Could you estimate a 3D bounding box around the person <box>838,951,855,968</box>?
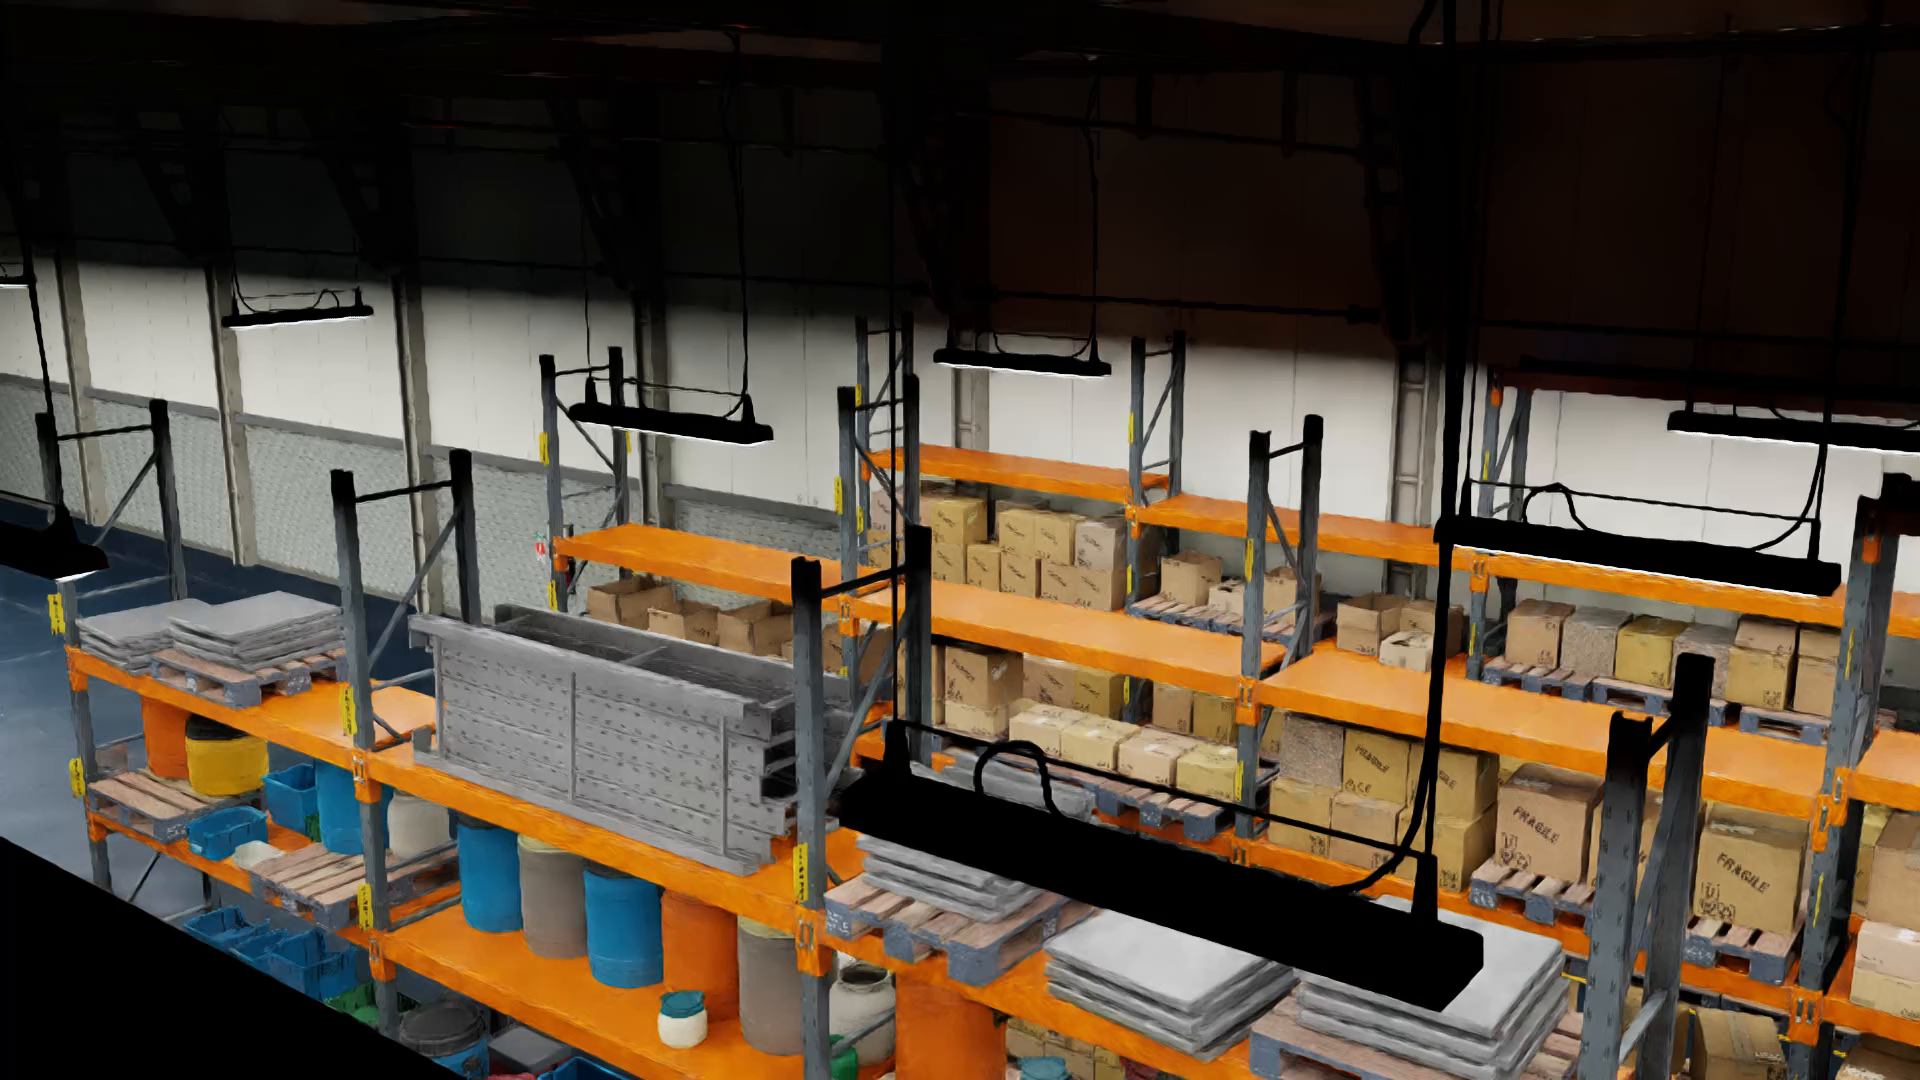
[{"bbox_3d":[-0.965,4.069,13.911,0.700,1.729,0.673,7,15,28],"label":"person"}]
